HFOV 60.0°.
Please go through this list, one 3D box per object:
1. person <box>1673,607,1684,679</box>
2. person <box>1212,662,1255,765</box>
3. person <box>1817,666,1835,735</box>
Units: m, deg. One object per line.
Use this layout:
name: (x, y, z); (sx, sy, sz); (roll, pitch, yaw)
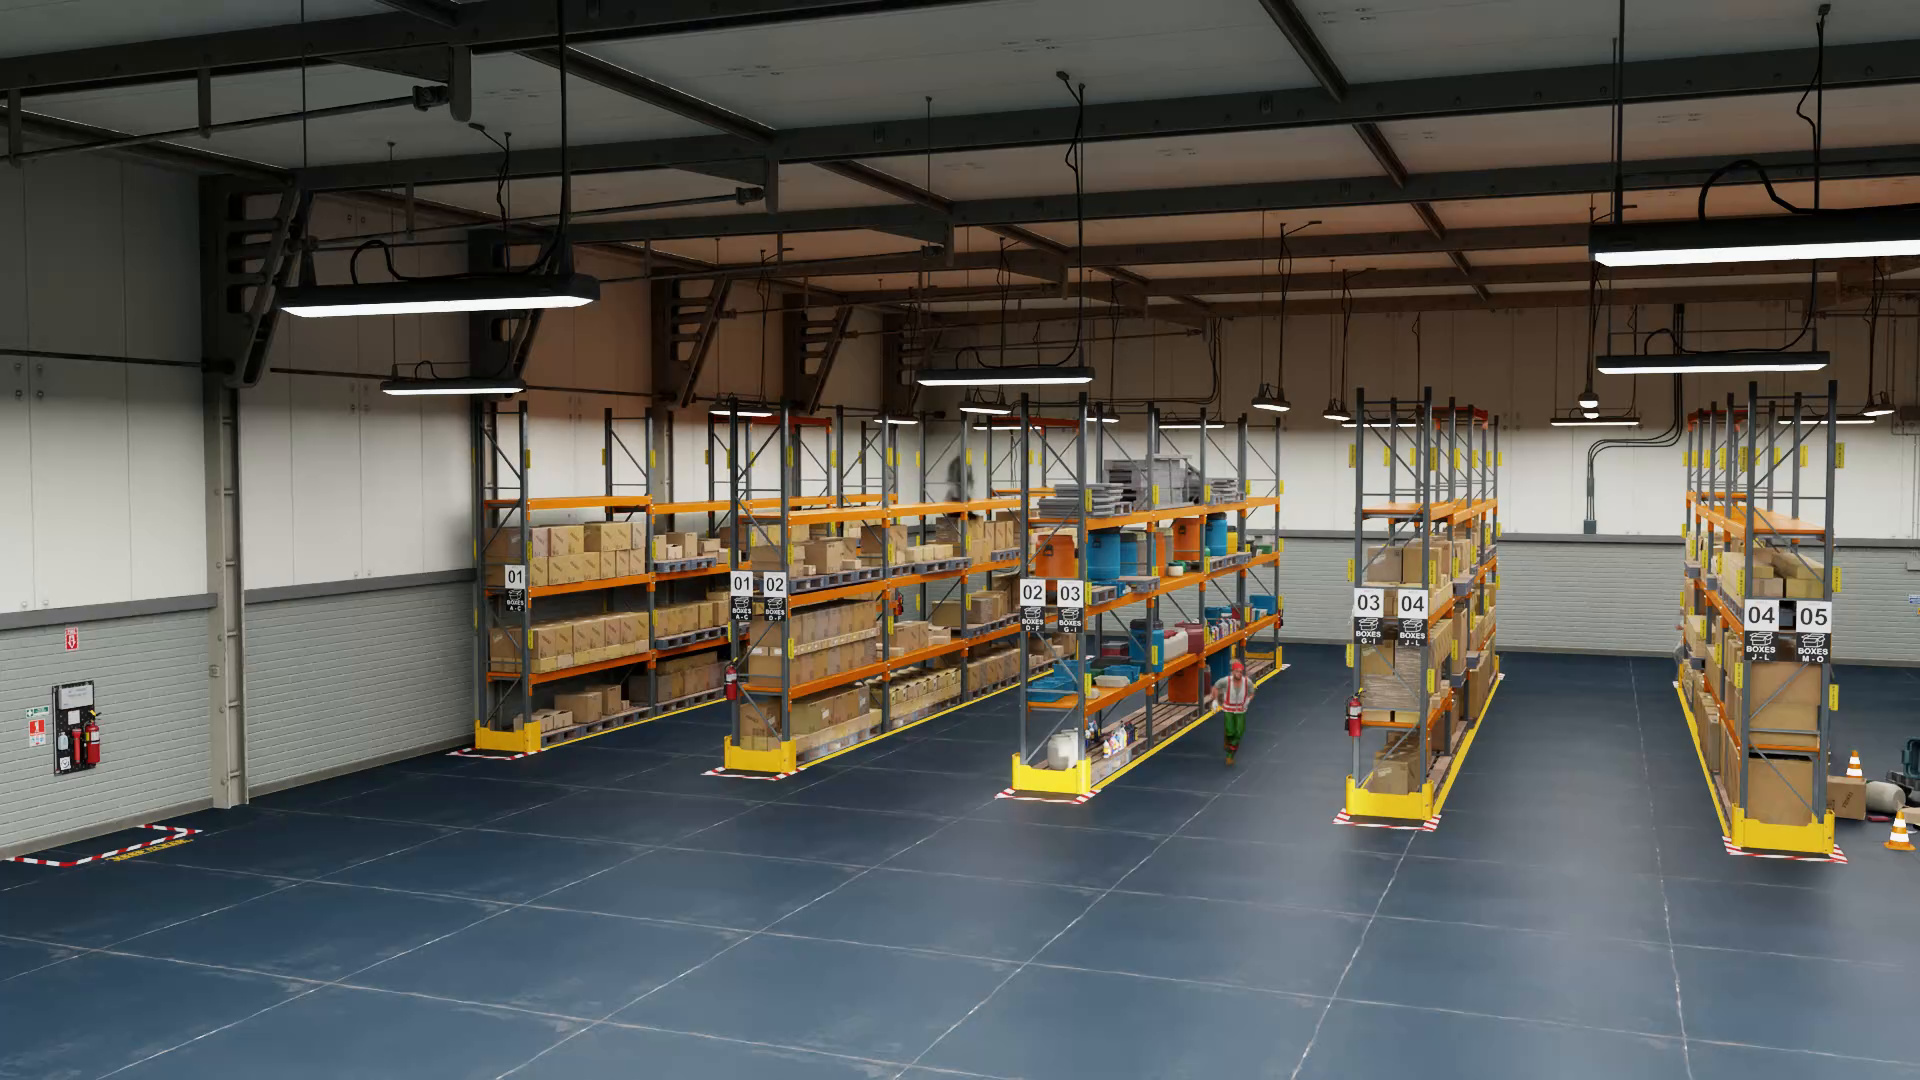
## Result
person: (16.573, 2.334, 37.684); (0.825, 1.818, 0.692); (0, 3, -3)
person: (4.493, 2.836, 27.245); (0.652, 1.705, 0.745); (0, 3, -7)
person: (15.308, 2.739, 29.630); (0.537, 1.586, 0.881); (1, 3, 15)
